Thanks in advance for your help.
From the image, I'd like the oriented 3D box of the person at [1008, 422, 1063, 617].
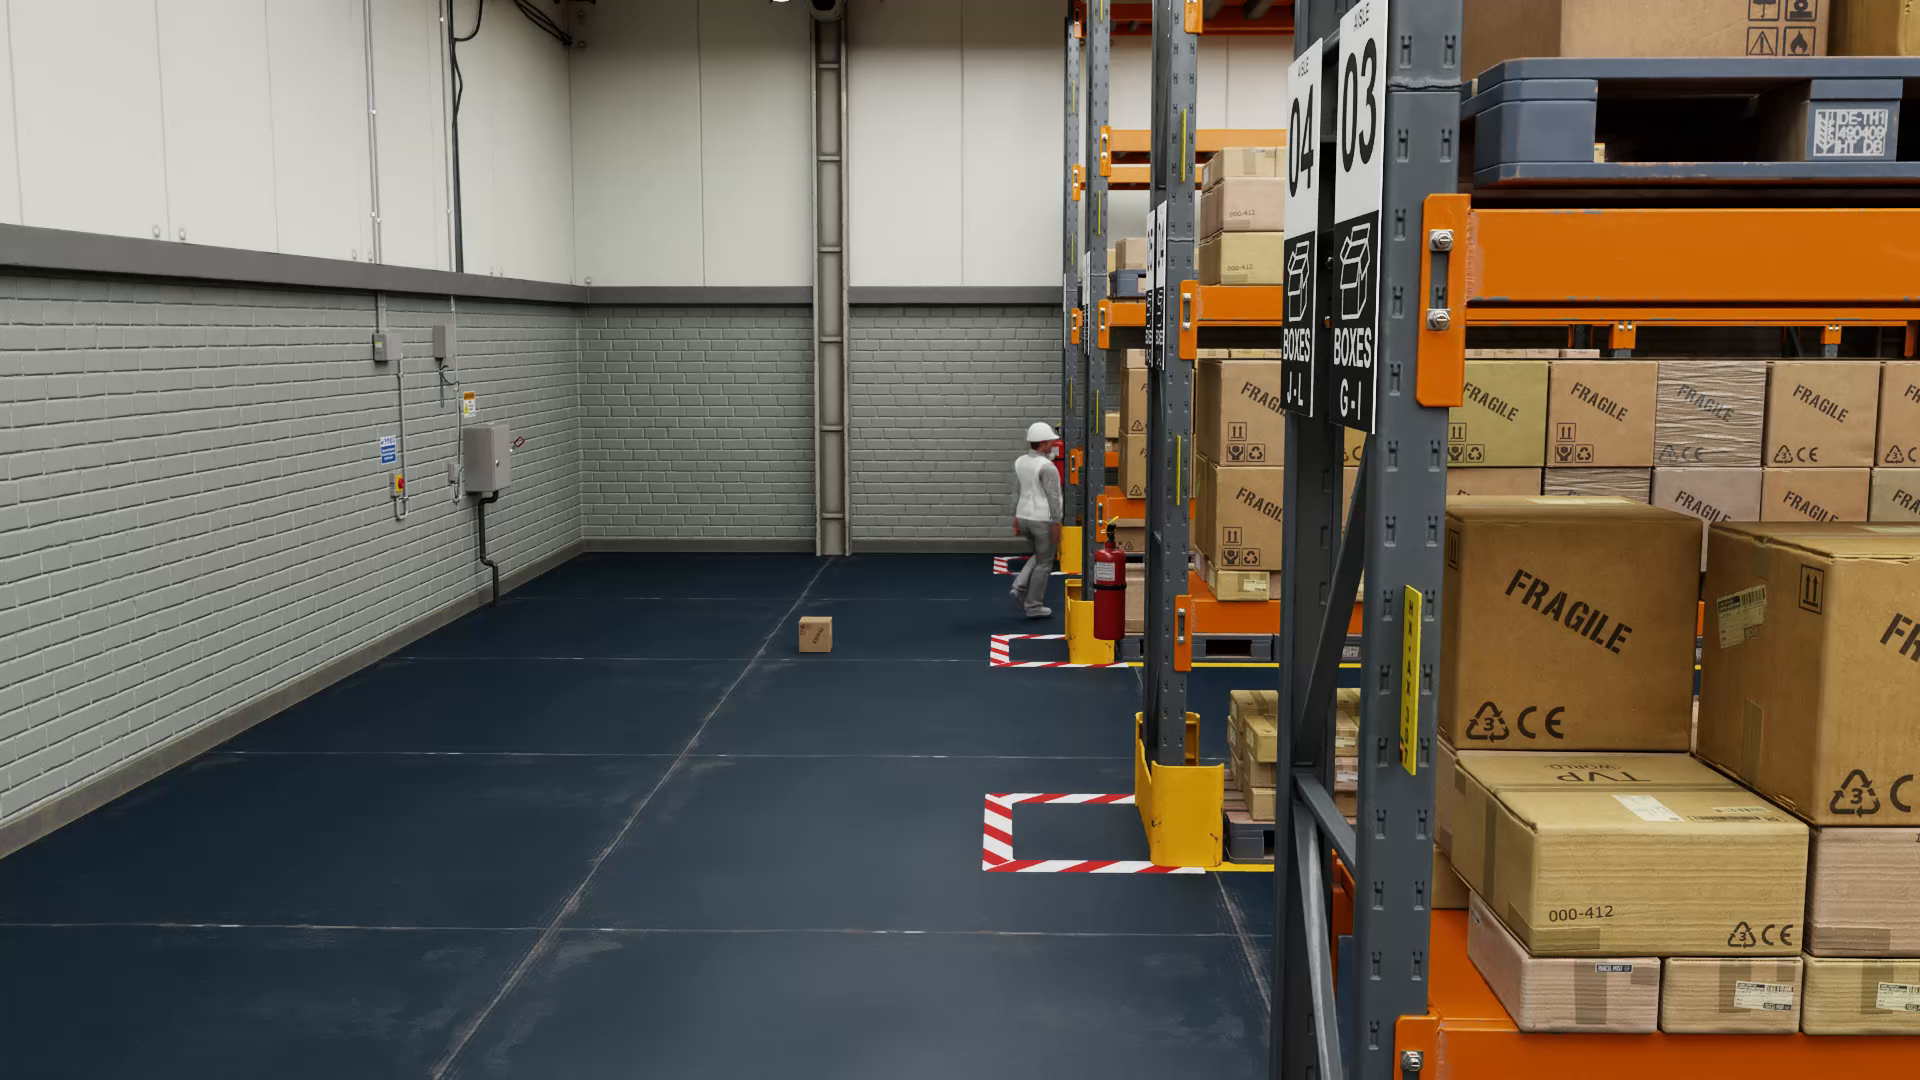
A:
[{"bbox_3d":[0.740,-0.182,14.973,0.446,1.763,0.599,-5,9,-35],"label":"person"}]
